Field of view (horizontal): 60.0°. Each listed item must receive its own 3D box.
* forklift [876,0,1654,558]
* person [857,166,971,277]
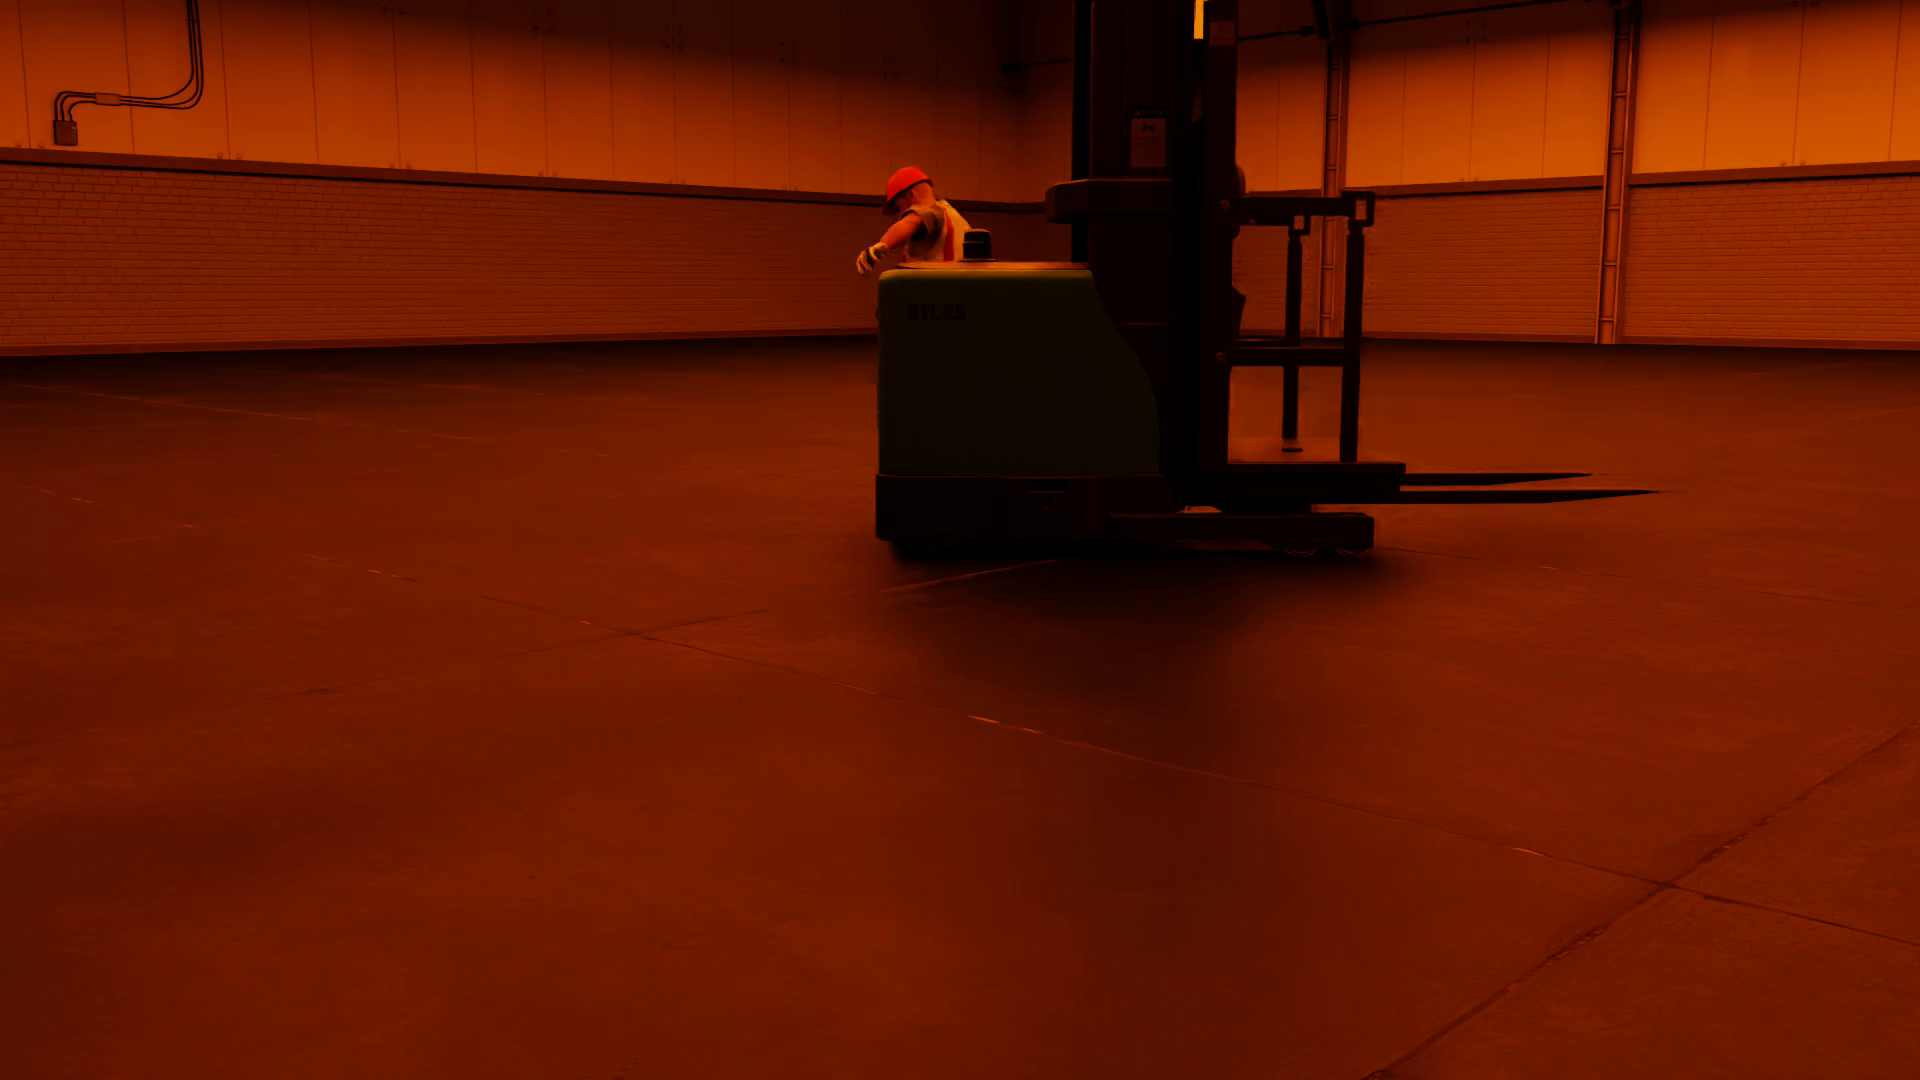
[{"bbox_3d":[1.183,-1.462,6.581,3.031,2.935,1.130,0,9,-2],"label":"forklift"},{"bbox_3d":[-0.210,-0.924,7.616,0.766,1.580,1.234,5,10,31],"label":"person"}]
